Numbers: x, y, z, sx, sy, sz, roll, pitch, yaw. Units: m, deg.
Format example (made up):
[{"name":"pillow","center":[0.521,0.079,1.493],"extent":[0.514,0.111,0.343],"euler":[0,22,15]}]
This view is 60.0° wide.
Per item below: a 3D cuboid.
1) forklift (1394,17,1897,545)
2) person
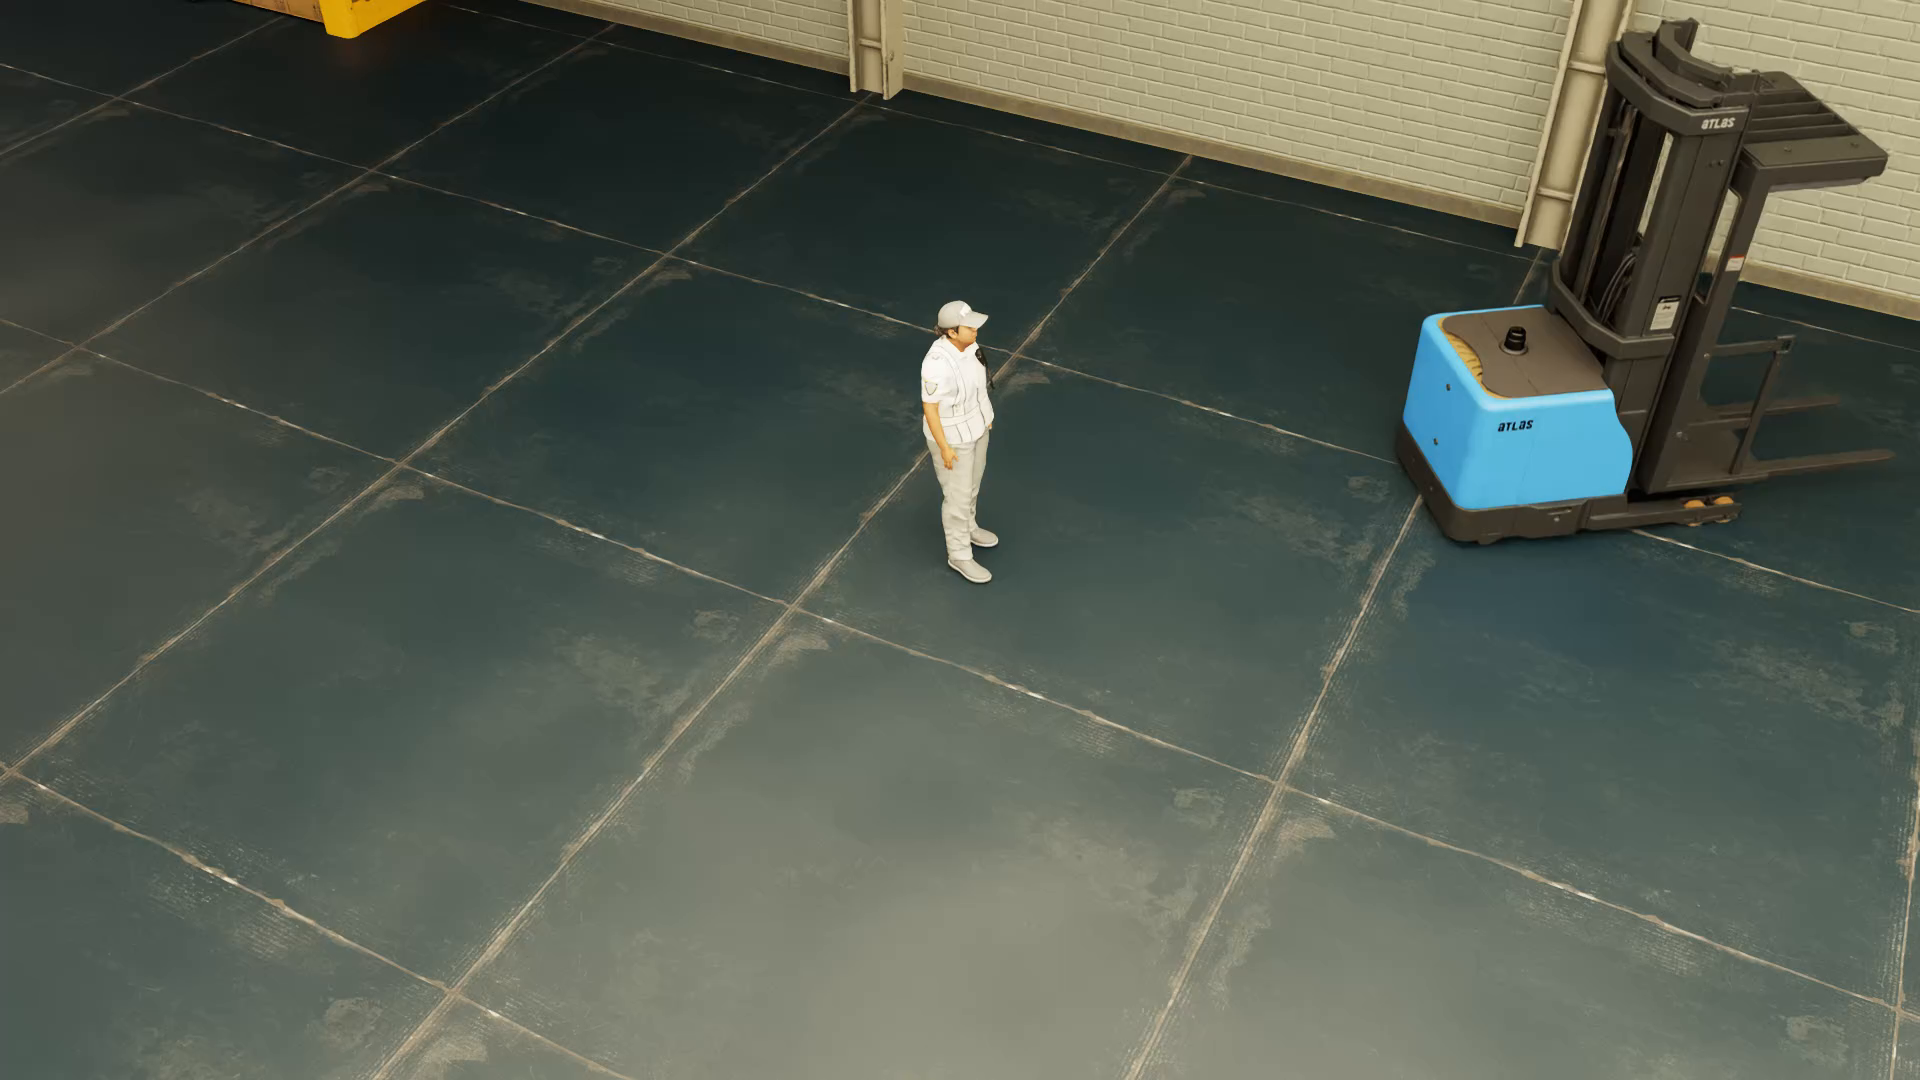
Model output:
[{"name":"forklift","center":[4.398,-1.538,9.813],"extent":[3.031,2.935,1.130],"euler":[-6,40,-7]},{"name":"person","center":[0.057,-0.607,9.678],"extent":[0.529,1.670,0.597],"euler":[18,43,21]}]
